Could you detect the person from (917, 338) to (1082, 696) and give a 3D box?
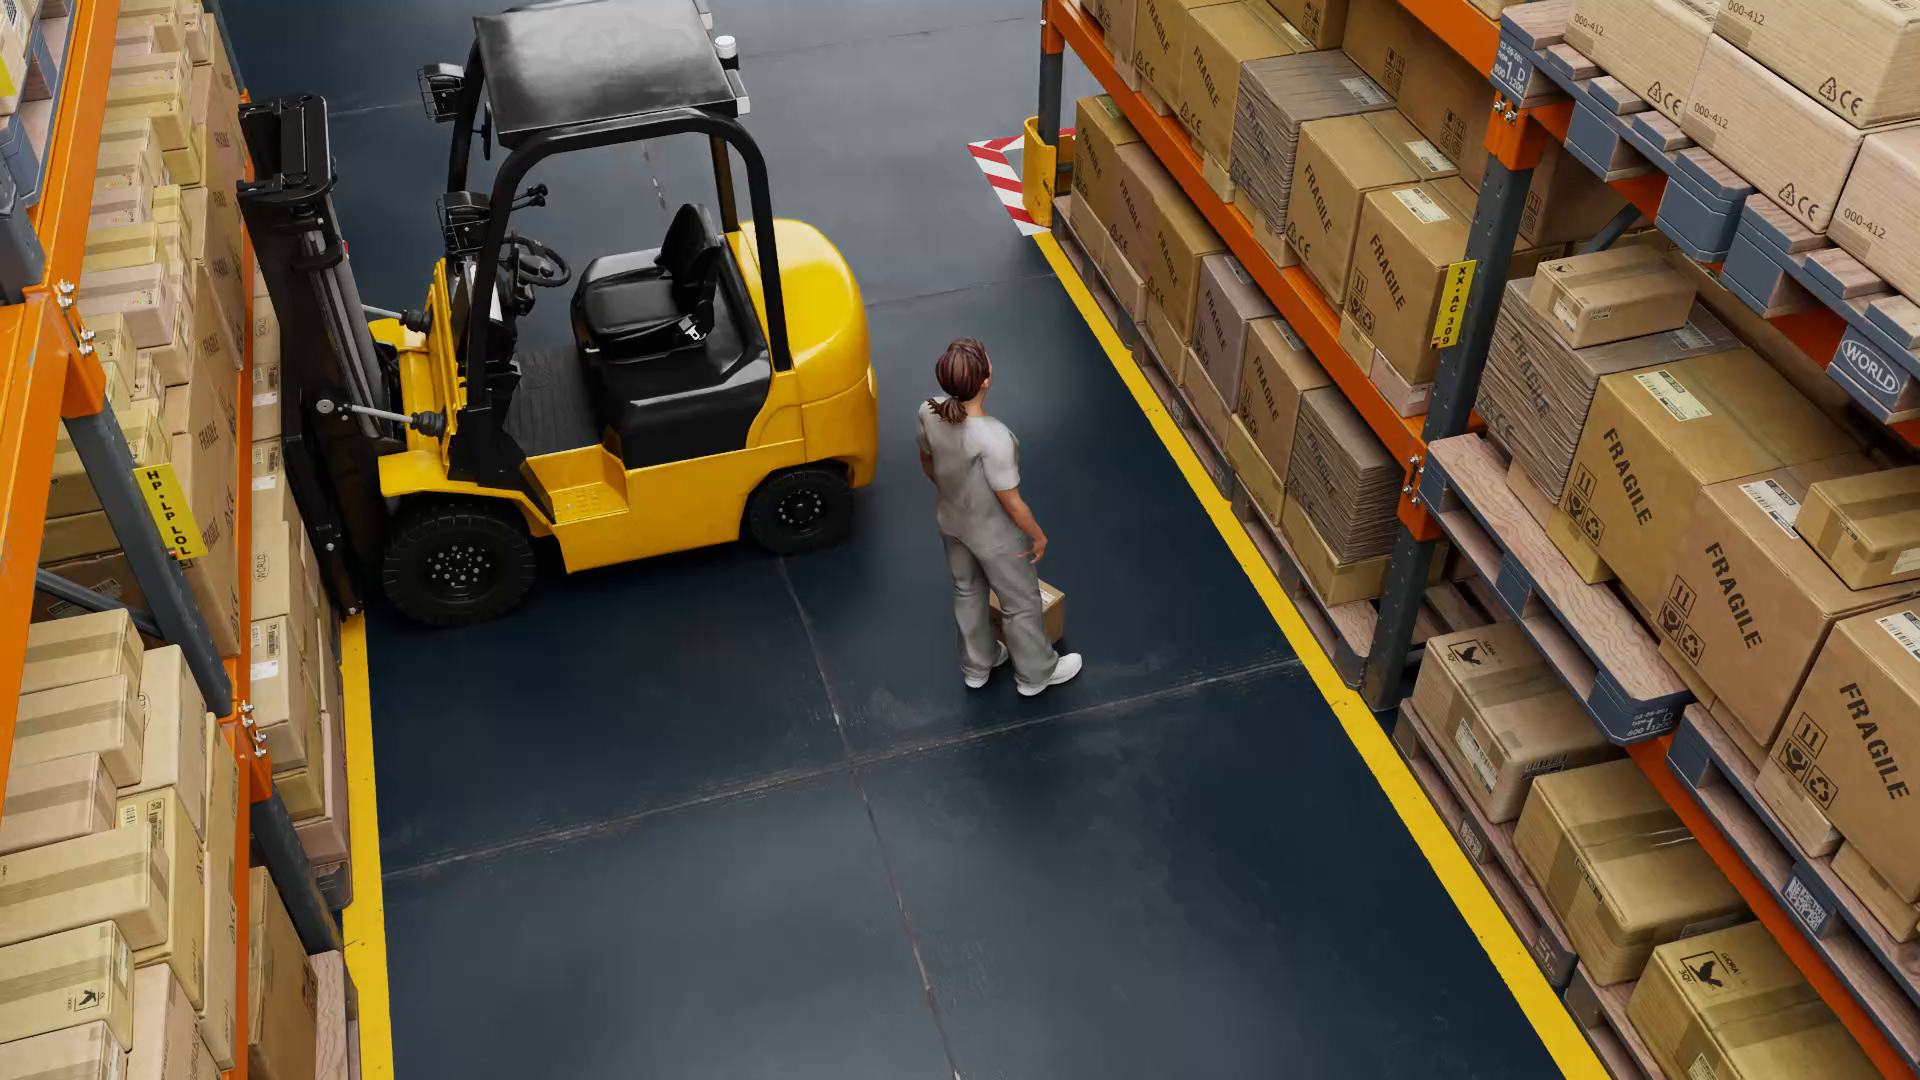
[{"bbox_3d":[0.132,-0.085,6.248,0.550,1.666,0.549,33,52,31],"label":"person"}]
